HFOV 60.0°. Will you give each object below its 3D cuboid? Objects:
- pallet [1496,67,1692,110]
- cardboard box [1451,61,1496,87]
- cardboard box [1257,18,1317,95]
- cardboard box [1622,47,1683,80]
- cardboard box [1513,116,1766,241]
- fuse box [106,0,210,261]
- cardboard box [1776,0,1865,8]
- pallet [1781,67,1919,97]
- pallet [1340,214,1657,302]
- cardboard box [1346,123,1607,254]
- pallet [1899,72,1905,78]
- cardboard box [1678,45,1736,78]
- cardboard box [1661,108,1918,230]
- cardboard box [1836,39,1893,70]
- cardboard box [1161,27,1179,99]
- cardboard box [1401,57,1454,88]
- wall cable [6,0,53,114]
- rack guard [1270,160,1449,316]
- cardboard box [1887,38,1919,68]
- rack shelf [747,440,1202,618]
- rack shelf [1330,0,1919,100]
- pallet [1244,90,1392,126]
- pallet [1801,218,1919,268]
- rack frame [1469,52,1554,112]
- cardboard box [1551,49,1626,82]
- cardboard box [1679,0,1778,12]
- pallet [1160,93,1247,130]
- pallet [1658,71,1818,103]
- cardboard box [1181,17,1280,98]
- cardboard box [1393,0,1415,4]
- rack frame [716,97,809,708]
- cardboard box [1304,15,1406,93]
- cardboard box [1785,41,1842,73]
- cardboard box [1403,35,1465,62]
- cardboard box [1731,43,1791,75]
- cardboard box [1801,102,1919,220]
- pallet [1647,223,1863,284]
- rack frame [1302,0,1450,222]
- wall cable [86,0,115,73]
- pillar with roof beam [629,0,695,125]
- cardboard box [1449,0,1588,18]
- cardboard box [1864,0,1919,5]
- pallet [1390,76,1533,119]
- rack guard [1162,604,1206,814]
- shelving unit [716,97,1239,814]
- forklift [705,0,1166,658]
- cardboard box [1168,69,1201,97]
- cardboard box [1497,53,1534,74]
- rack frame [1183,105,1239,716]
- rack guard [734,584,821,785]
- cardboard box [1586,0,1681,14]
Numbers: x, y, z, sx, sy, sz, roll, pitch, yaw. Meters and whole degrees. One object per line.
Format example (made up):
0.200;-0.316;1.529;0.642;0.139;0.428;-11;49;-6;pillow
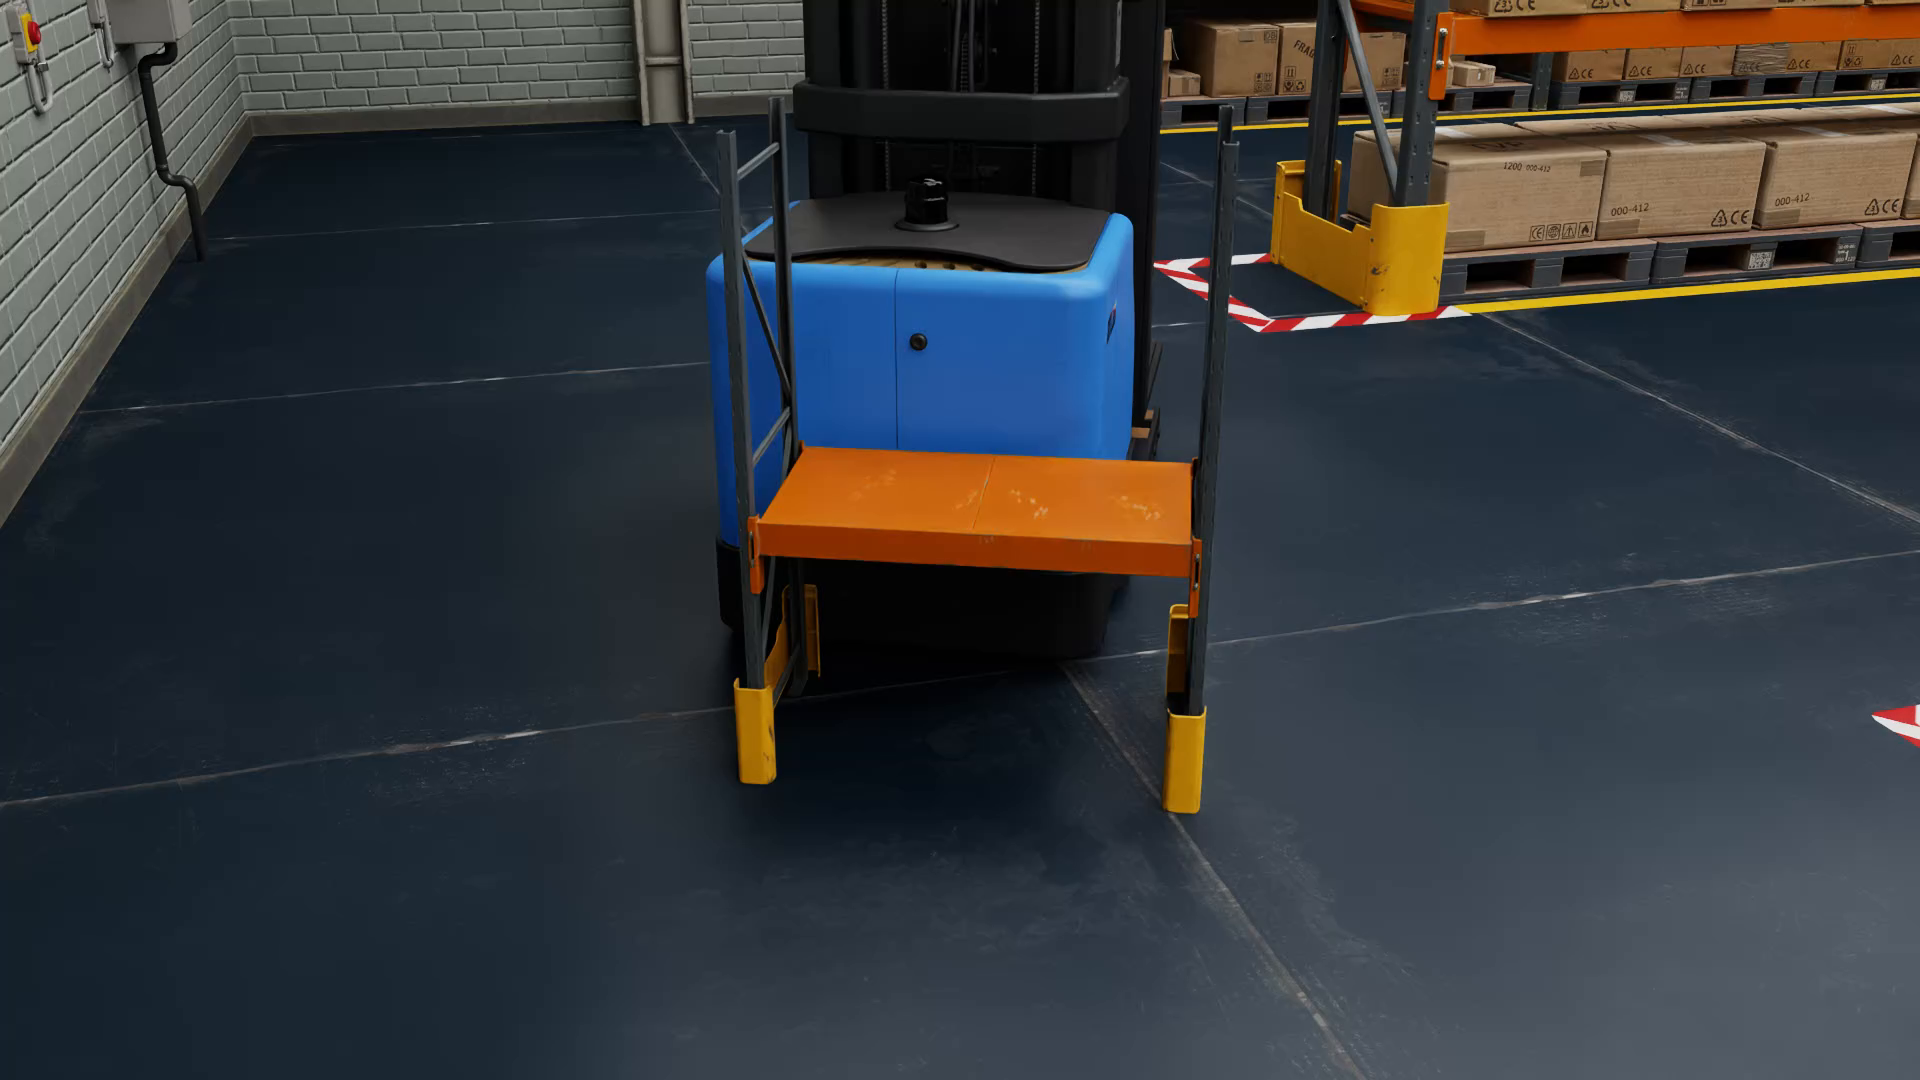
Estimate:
5.219;-3.772;13.774;1.213;0.211;1.003;-6;24;-14;pallet
3.989;-3.665;13.070;0.250;0.149;0.380;-7;24;-16;cardboard box
2.578;-3.695;12.695;0.500;0.500;0.500;-6;24;-13;cardboard box
5.482;-4.024;13.461;0.500;0.500;0.500;-7;24;-15;cardboard box
3.426;-1.867;8.514;0.875;0.438;0.875;-6;24;-13;cardboard box
-3.911;-2.254;8.334;0.414;1.711;0.539;-6;24;-14;fuse box
3.930;-2.802;7.850;0.500;0.500;0.500;-6;24;-13;cardboard box
7.568;-4.032;14.380;1.213;0.211;1.003;-6;24;-14;pallet
2.688;-1.476;8.423;1.213;0.211;1.003;-6;24;-14;pallet
2.547;-1.767;8.280;0.875;0.438;0.875;-7;24;-16;cardboard box
9.100;-4.170;14.702;1.213;0.211;1.003;-6;24;-14;pallet
5.964;-4.075;13.581;0.500;0.500;0.500;-7;24;-16;cardboard box
4.295;-1.963;8.737;0.875;0.438;0.875;-7;24;-16;cardboard box
7.463;-4.247;13.982;0.500;0.500;0.500;-7;24;-15;cardboard box
1.209;-3.602;12.473;0.637;0.503;0.797;-7;24;-16;cardboard box
3.645;-3.681;12.959;0.258;0.266;0.396;-5;24;-12;cardboard box
-3.484;-2.515;5.978;0.123;1.953;0.585;-6;24;-14;wall cable
1.916;-1.491;8.092;0.348;0.500;1.175;-6;24;-14;rack guard
7.948;-4.297;14.097;0.500;0.500;0.500;-6;24;-13;cardboard box
0.056;-0.039;3.895;1.000;0.185;0.538;3;23;7;rack shelf
3.864;-2.525;8.243;4.000;0.370;1.077;-6;24;-14;rack shelf
2.607;-3.467;13.063;1.213;0.211;1.003;-6;24;-14;pallet
5.037;-1.736;9.028;1.213;0.211;1.003;-6;24;-14;pallet
4.446;-4.953;12.989;0.127;3.000;1.000;-6;24;-14;rack frame
4.972;-3.963;13.320;0.500;0.500;0.500;-5;24;-12;cardboard box
3.453;-2.743;7.711;0.500;0.500;0.500;-6;24;-15;cardboard box
1.435;-3.339;12.764;1.213;0.211;1.003;-6;24;-14;pallet
6.395;-3.904;14.080;1.213;0.211;1.003;-6;24;-14;pallet
2.042;-3.677;12.652;0.500;0.500;0.700;-5;24;-12;cardboard box
2.332;-2.841;7.939;0.500;0.500;0.500;-6;24;-14;cardboard box
-0.448;-0.230;3.884;0.032;1.500;0.500;3;23;7;rack frame
3.042;-3.787;12.910;0.500;0.500;0.700;-7;24;-16;cardboard box
6.960;-4.191;13.850;0.500;0.500;0.500;-5;24;-12;cardboard box
3.746;-3.930;13.481;0.500;0.311;0.500;-5;24;-12;cardboard box
6.465;-4.128;13.704;0.500;0.500;0.500;-7;24;-16;cardboard box
5.157;-2.058;8.960;0.875;0.438;0.875;-7;24;-15;cardboard box
3.860;-1.605;8.722;1.213;0.211;1.003;-6;24;-14;pallet
1.939;-2.643;7.605;0.127;3.000;1.000;-6;24;-14;rack frame
-3.878;-3.037;7.236;0.122;1.984;0.588;-6;24;-14;wall cable
-1.082;-5.704;7.132;0.400;9.000;9.100;-6;24;-14;pillar with roof beam
2.479;-2.631;7.450;0.500;0.500;0.500;-7;24;-15;cardboard box
4.439;-2.852;7.967;0.500;0.500;0.500;-7;24;-15;cardboard box
3.784;-3.599;13.369;1.213;0.211;1.003;-6;24;-14;pallet
0.541;0.394;4.014;0.087;0.250;0.587;3;23;7;rack guard
0.047;-0.205;3.825;1.083;1.500;0.587;3;23;7;shelving unit
0.113;-1.590;5.238;1.130;2.935;3.031;4;24;10;forklift
1.628;-3.469;12.614;0.250;0.149;0.380;-7;24;-16;cardboard box
4.839;-4.162;13.783;0.500;0.500;0.500;-6;24;-15;cardboard box
0.561;-0.179;3.765;0.032;1.500;0.500;3;23;7;rack frame
-0.447;0.345;4.130;0.087;0.250;0.587;3;23;7;rack guard
2.958;-2.695;7.601;0.500;0.500;0.500;-7;24;-15;cardboard box
